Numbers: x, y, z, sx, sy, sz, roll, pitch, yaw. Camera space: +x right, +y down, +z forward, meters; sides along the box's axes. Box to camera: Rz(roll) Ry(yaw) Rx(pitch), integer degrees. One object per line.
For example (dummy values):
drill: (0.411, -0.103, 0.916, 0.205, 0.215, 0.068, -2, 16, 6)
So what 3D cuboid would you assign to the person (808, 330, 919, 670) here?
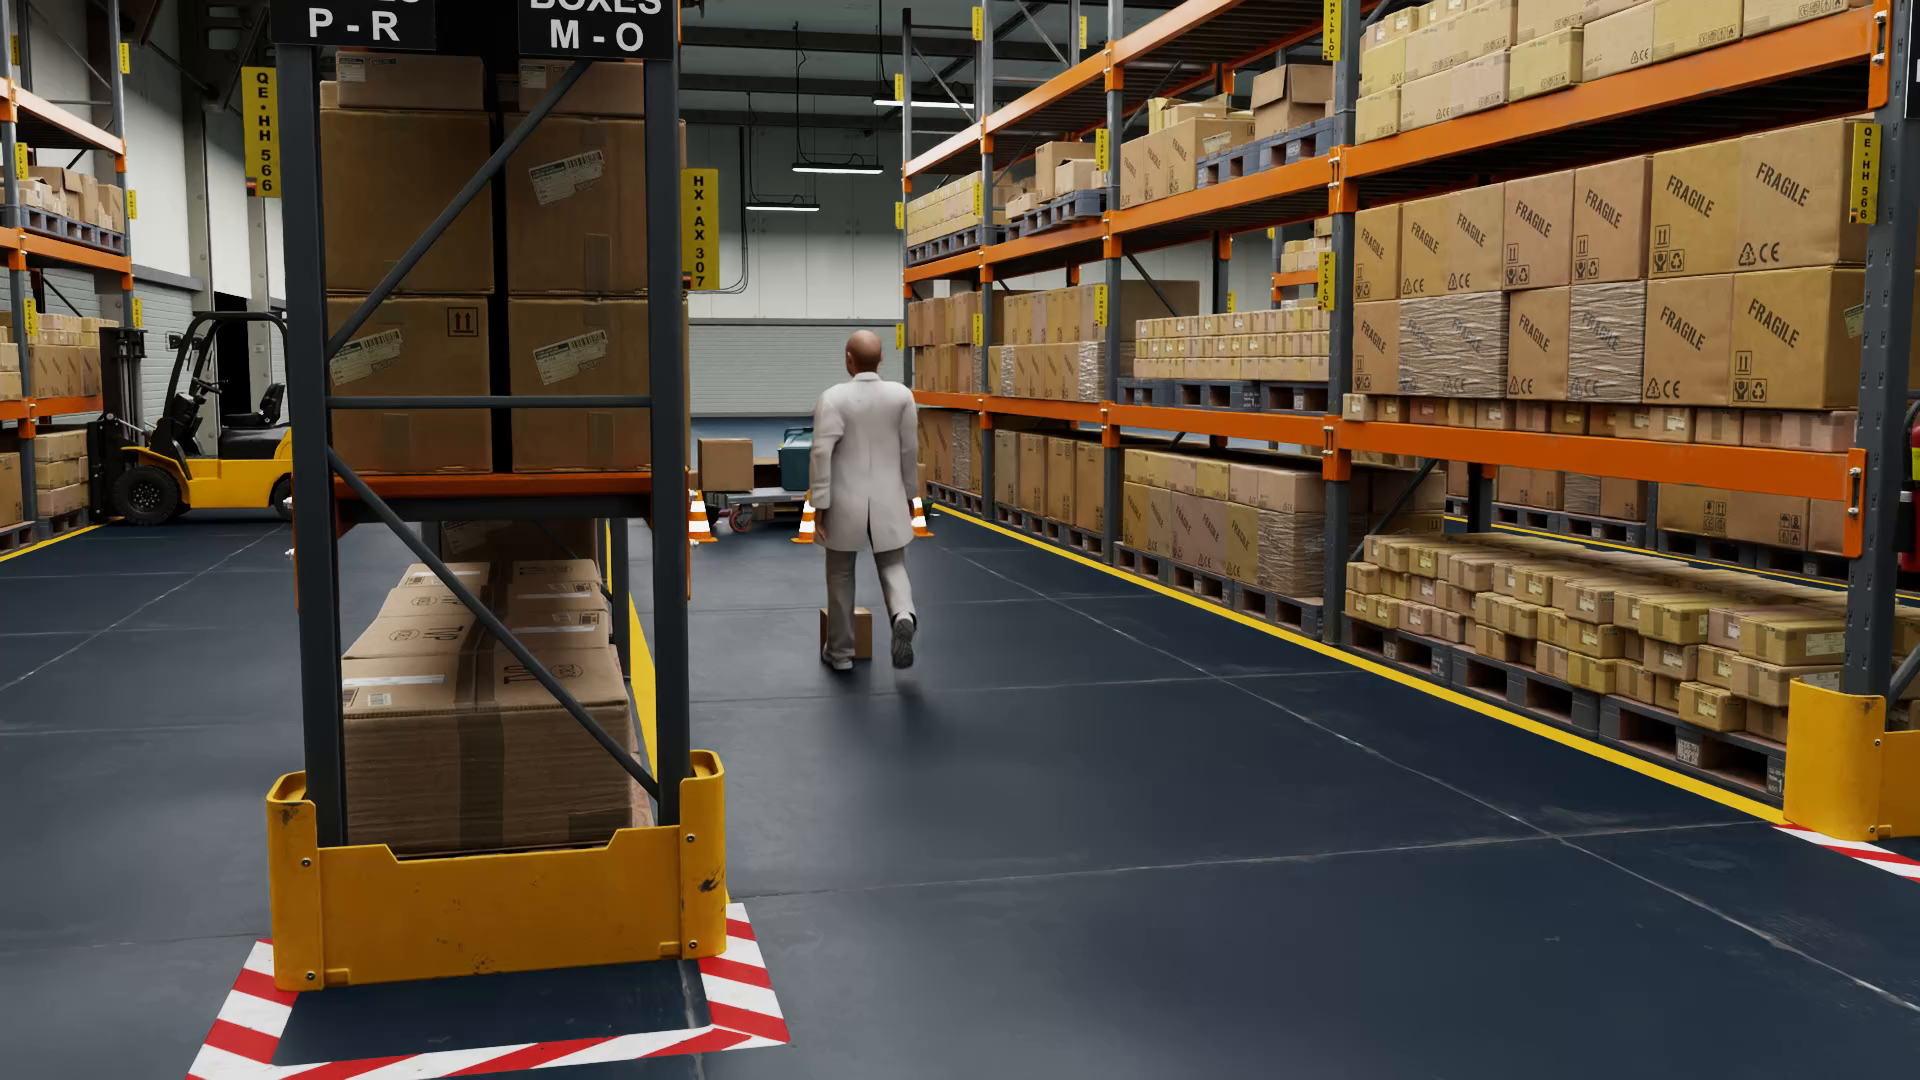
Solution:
person: (-0.499, -0.191, 8.570, 0.607, 1.762, 0.846, -2, 6, -16)
